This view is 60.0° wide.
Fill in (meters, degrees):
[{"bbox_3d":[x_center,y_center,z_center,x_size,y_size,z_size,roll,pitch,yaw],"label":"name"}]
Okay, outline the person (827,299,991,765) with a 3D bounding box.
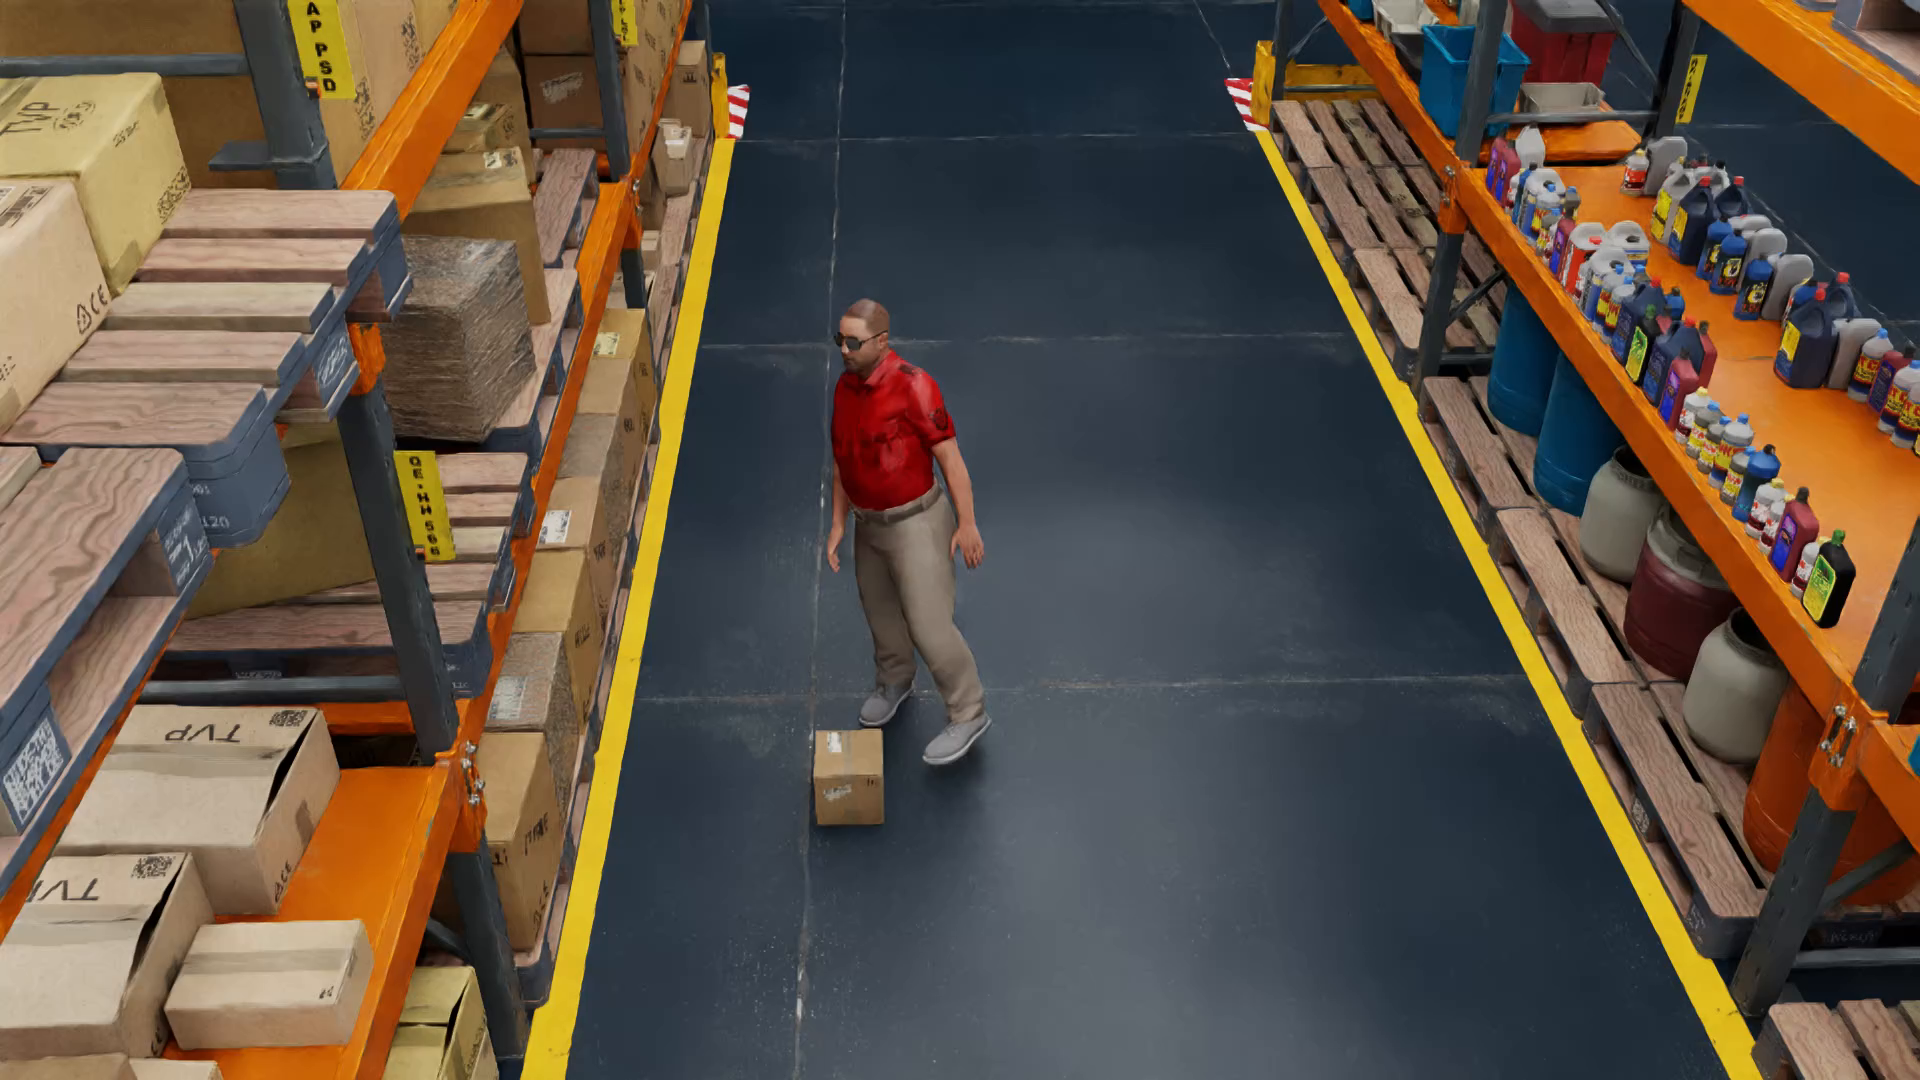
[{"bbox_3d":[-0.228,0.001,6.143,0.422,1.719,0.827,-23,41,-29],"label":"person"}]
